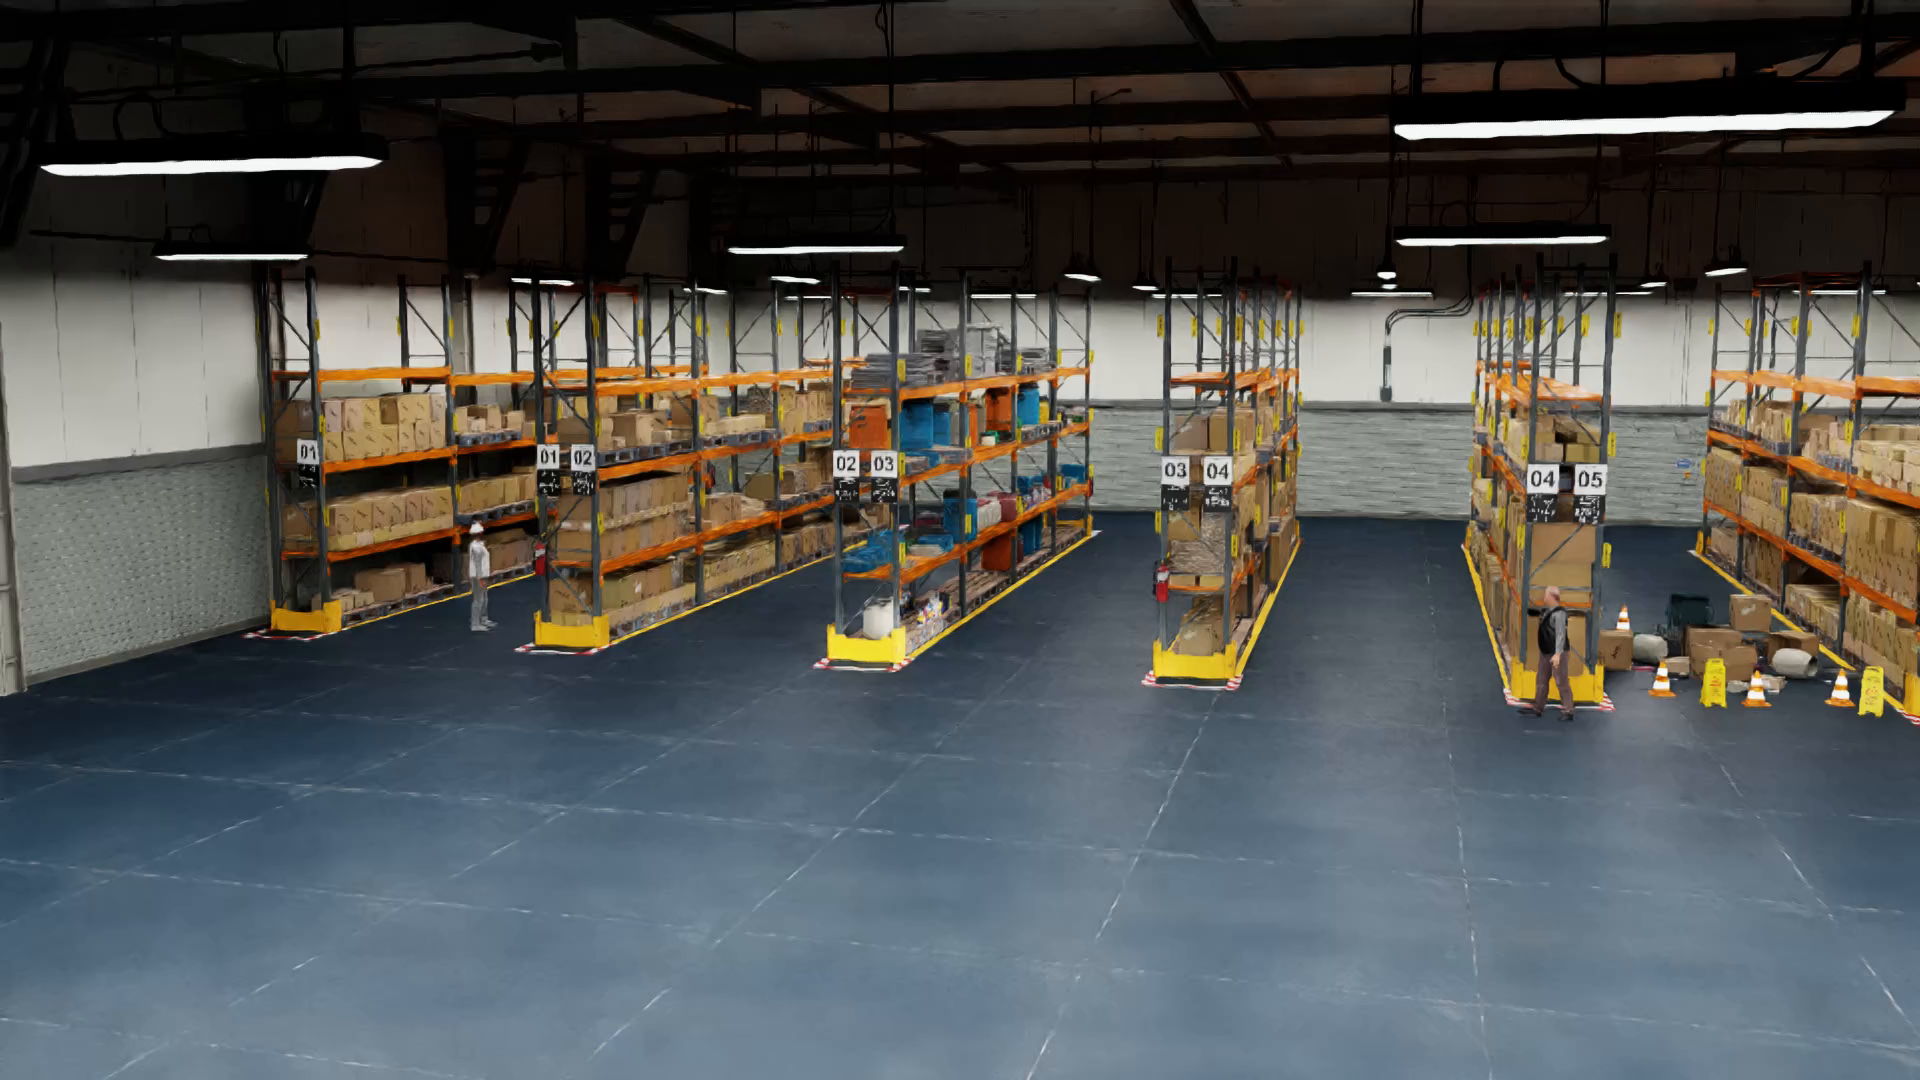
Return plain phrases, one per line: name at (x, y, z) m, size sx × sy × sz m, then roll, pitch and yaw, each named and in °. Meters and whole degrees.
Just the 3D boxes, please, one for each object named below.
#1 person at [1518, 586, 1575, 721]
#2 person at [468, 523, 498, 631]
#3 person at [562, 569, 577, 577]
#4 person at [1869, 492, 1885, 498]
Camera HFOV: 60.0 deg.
person at (7.582, 1.447, 21.385) m, size 0.619 × 1.722 × 0.641 m, roll 0°, pitch 7°, yaw 1°
person at (-7.962, 0.603, 27.686) m, size 0.450 × 1.776 × 0.584 m, roll -2°, pitch 8°, yaw -16°
person at (-7.375, 0.150, 31.614) m, size 0.451 × 1.679 × 0.540 m, roll -2°, pitch 7°, yaw -14°
person at (19.996, -0.481, 36.309) m, size 0.589 × 1.777 × 0.709 m, roll 0°, pitch 7°, yaw -4°
